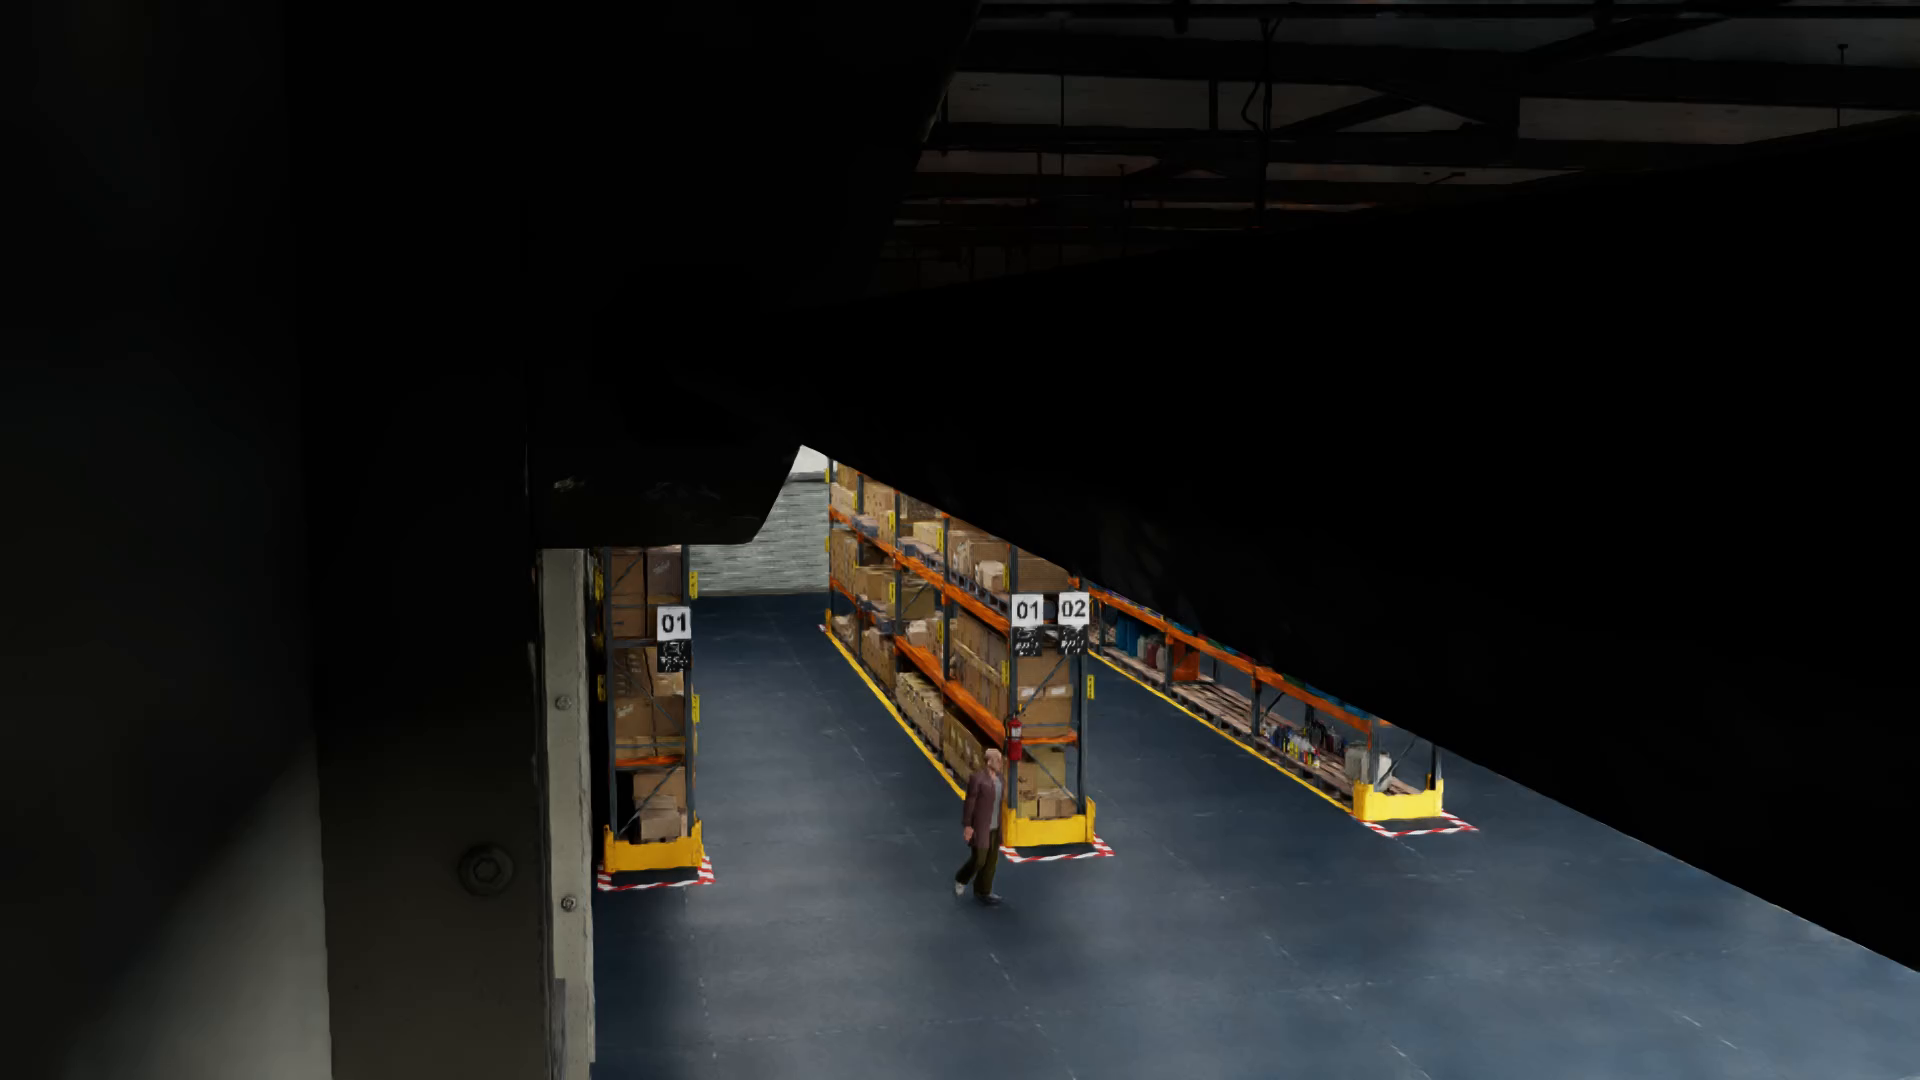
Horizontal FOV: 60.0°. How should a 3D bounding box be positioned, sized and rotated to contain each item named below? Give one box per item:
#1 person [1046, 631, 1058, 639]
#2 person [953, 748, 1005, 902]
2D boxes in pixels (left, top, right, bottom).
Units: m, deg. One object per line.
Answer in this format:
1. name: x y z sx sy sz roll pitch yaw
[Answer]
1. person: 1.767 1.822 30.879 0.729 1.717 0.541 -2 7 -14
2. person: 0.218 3.219 18.886 0.576 1.772 0.627 6 9 42
